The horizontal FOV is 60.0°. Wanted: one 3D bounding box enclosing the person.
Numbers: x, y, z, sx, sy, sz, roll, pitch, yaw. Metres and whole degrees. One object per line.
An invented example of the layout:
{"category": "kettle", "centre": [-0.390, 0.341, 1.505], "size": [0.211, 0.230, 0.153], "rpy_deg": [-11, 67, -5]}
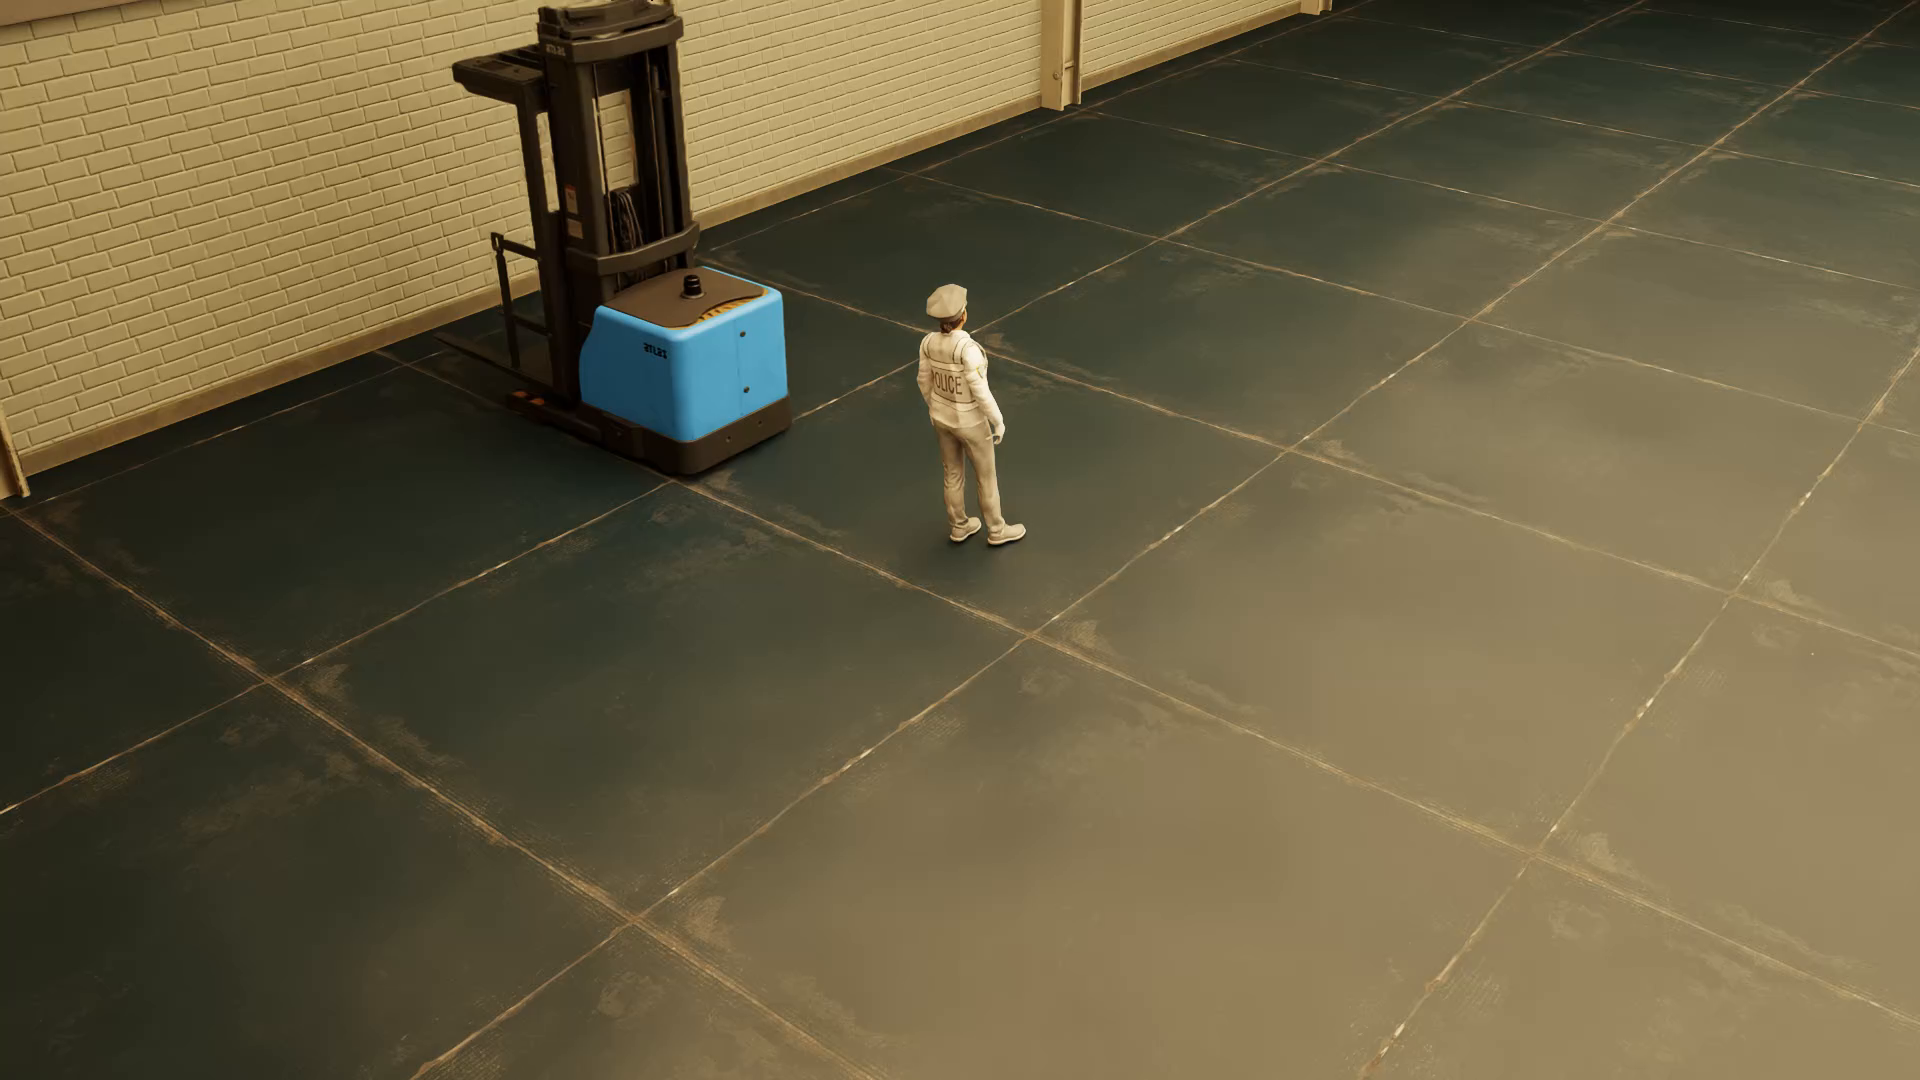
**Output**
{"category": "person", "centre": [0.049, -0.762, 10.111], "size": [0.586, 1.694, 0.531], "rpy_deg": [22, 37, 33]}

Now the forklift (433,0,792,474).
{"category": "forklift", "centre": [-2.658, -2.304, 11.537], "size": [3.031, 2.935, 1.130], "rpy_deg": [22, 37, 33]}
